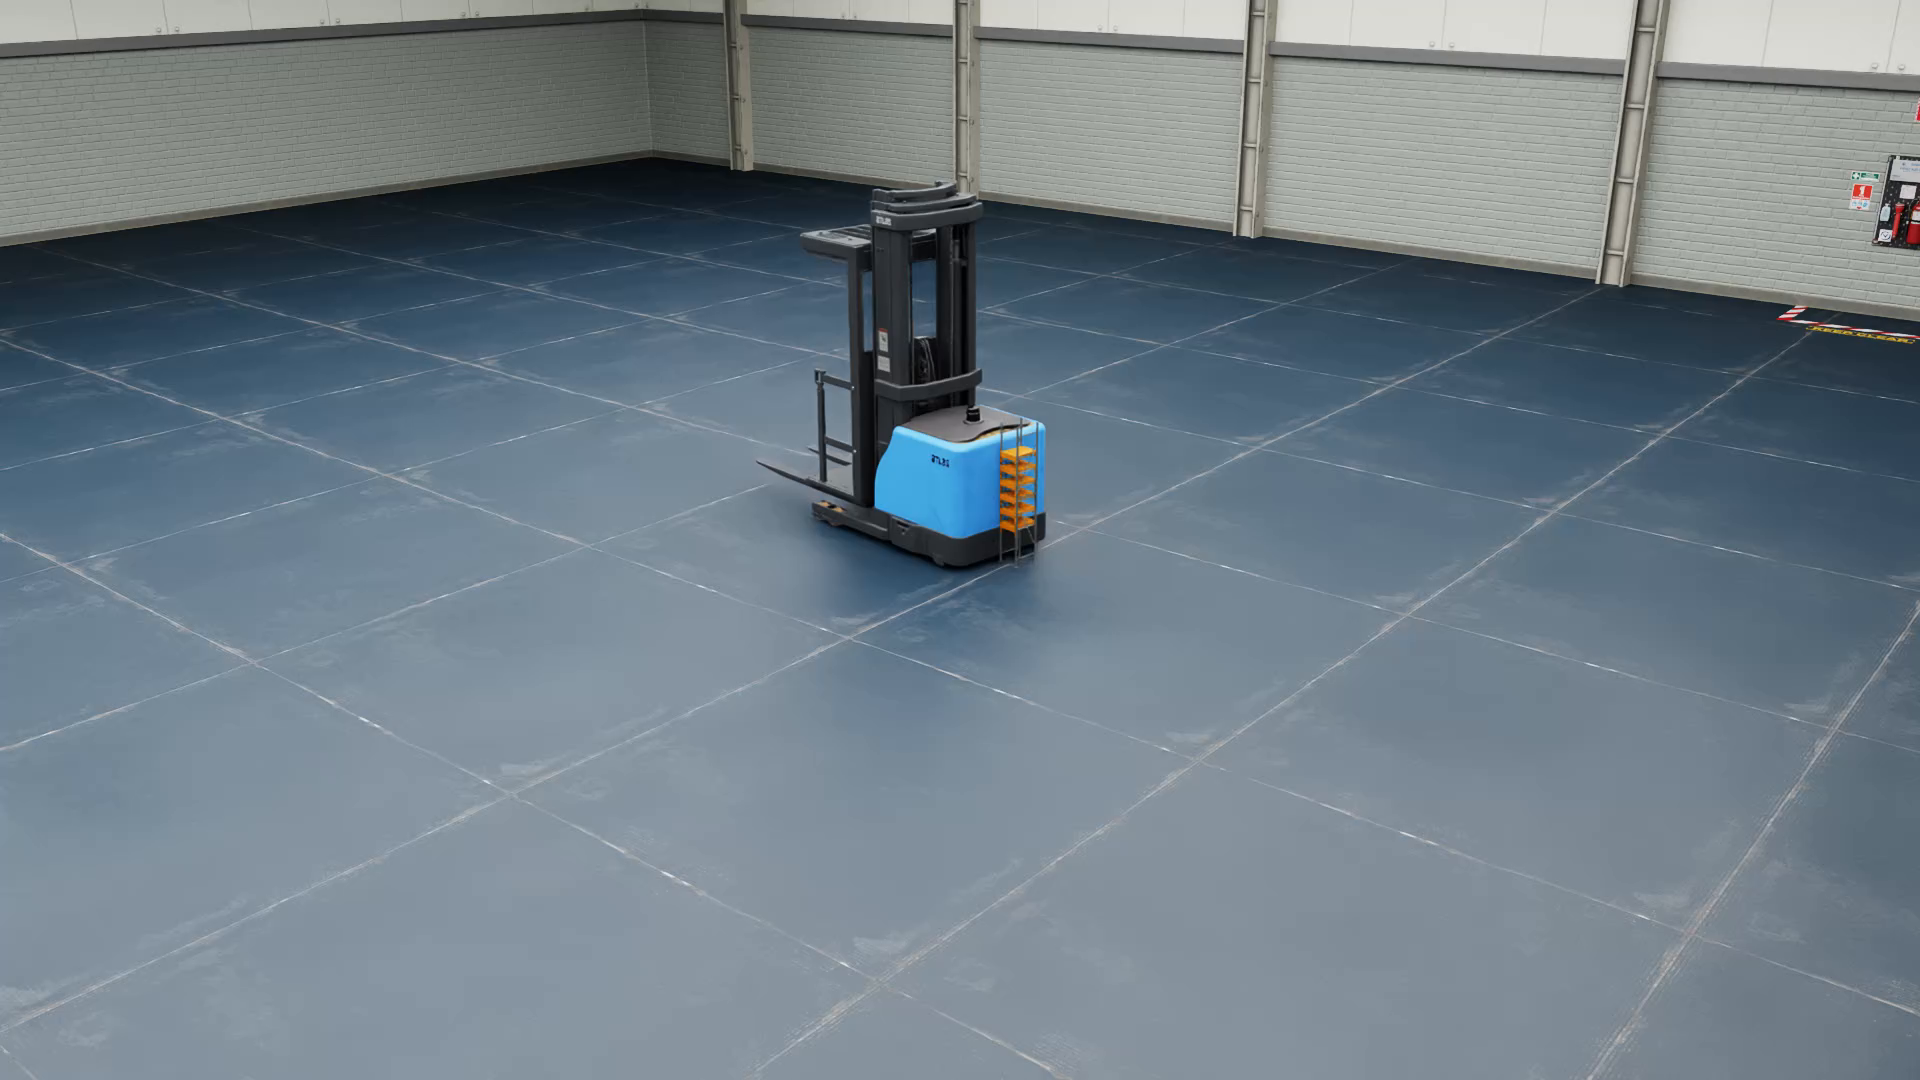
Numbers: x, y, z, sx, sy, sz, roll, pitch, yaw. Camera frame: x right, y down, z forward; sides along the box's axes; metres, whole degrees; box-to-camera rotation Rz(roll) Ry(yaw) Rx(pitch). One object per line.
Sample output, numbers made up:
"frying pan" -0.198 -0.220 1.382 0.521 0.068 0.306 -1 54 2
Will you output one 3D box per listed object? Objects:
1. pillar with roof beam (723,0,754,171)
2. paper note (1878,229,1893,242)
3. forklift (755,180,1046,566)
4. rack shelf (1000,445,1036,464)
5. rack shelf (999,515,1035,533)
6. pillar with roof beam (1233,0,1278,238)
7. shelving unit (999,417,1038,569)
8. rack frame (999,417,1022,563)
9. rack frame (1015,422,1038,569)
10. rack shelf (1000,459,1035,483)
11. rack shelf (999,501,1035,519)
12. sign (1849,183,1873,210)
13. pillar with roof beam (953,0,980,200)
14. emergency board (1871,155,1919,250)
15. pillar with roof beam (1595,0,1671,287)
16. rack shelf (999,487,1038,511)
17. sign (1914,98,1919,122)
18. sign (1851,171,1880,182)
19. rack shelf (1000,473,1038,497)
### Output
"pillar with roof beam" -7.252 -10.751 29.925 0.400 9.000 9.100 16 26 36
"paper note" 12.079 -3.974 21.706 0.142 0.148 0.016 16 26 36
"forklift" -0.647 -1.595 14.247 1.130 2.935 3.031 -18 27 -39
"rack shelf" 0.474 -0.672 13.356 0.258 0.103 0.180 -18 27 -39
"rack shelf" 0.474 -0.110 13.568 0.258 0.103 0.180 -18 27 -39
"pillar with roof beam" 2.044 -8.073 22.826 0.400 9.000 9.100 16 26 36
"shelving unit" 0.474 -0.376 13.468 0.258 1.200 0.189 -18 27 -39
"rack frame" 0.412 -0.400 13.531 0.240 1.200 0.006 -18 27 -39
"rack frame" 0.536 -0.352 13.405 0.240 1.200 0.006 -18 27 -39
"rack shelf" 0.474 -0.559 13.399 0.258 0.103 0.180 -18 27 -39
"rack shelf" 0.474 -0.222 13.526 0.258 0.103 0.180 -18 27 -39
"sign" 11.810 -4.496 21.791 0.234 0.329 0.001 16 26 36
"pillar with roof beam" -2.604 -9.412 26.376 0.400 9.000 9.100 16 26 36
"emergency board" 12.173 -4.328 21.395 0.643 1.169 0.194 16 26 36
"pillar with roof beam" 6.693 -6.735 19.276 0.400 9.000 9.100 16 26 36
"rack shelf" 0.474 -0.335 13.483 0.258 0.103 0.180 -18 27 -39
"sign" 12.230 -5.441 21.063 0.199 0.298 0.001 16 26 36
"sign" 11.808 -4.740 21.688 0.331 0.109 0.001 16 26 36
"rack shelf" 0.474 -0.447 13.441 0.258 0.103 0.180 -18 27 -39
